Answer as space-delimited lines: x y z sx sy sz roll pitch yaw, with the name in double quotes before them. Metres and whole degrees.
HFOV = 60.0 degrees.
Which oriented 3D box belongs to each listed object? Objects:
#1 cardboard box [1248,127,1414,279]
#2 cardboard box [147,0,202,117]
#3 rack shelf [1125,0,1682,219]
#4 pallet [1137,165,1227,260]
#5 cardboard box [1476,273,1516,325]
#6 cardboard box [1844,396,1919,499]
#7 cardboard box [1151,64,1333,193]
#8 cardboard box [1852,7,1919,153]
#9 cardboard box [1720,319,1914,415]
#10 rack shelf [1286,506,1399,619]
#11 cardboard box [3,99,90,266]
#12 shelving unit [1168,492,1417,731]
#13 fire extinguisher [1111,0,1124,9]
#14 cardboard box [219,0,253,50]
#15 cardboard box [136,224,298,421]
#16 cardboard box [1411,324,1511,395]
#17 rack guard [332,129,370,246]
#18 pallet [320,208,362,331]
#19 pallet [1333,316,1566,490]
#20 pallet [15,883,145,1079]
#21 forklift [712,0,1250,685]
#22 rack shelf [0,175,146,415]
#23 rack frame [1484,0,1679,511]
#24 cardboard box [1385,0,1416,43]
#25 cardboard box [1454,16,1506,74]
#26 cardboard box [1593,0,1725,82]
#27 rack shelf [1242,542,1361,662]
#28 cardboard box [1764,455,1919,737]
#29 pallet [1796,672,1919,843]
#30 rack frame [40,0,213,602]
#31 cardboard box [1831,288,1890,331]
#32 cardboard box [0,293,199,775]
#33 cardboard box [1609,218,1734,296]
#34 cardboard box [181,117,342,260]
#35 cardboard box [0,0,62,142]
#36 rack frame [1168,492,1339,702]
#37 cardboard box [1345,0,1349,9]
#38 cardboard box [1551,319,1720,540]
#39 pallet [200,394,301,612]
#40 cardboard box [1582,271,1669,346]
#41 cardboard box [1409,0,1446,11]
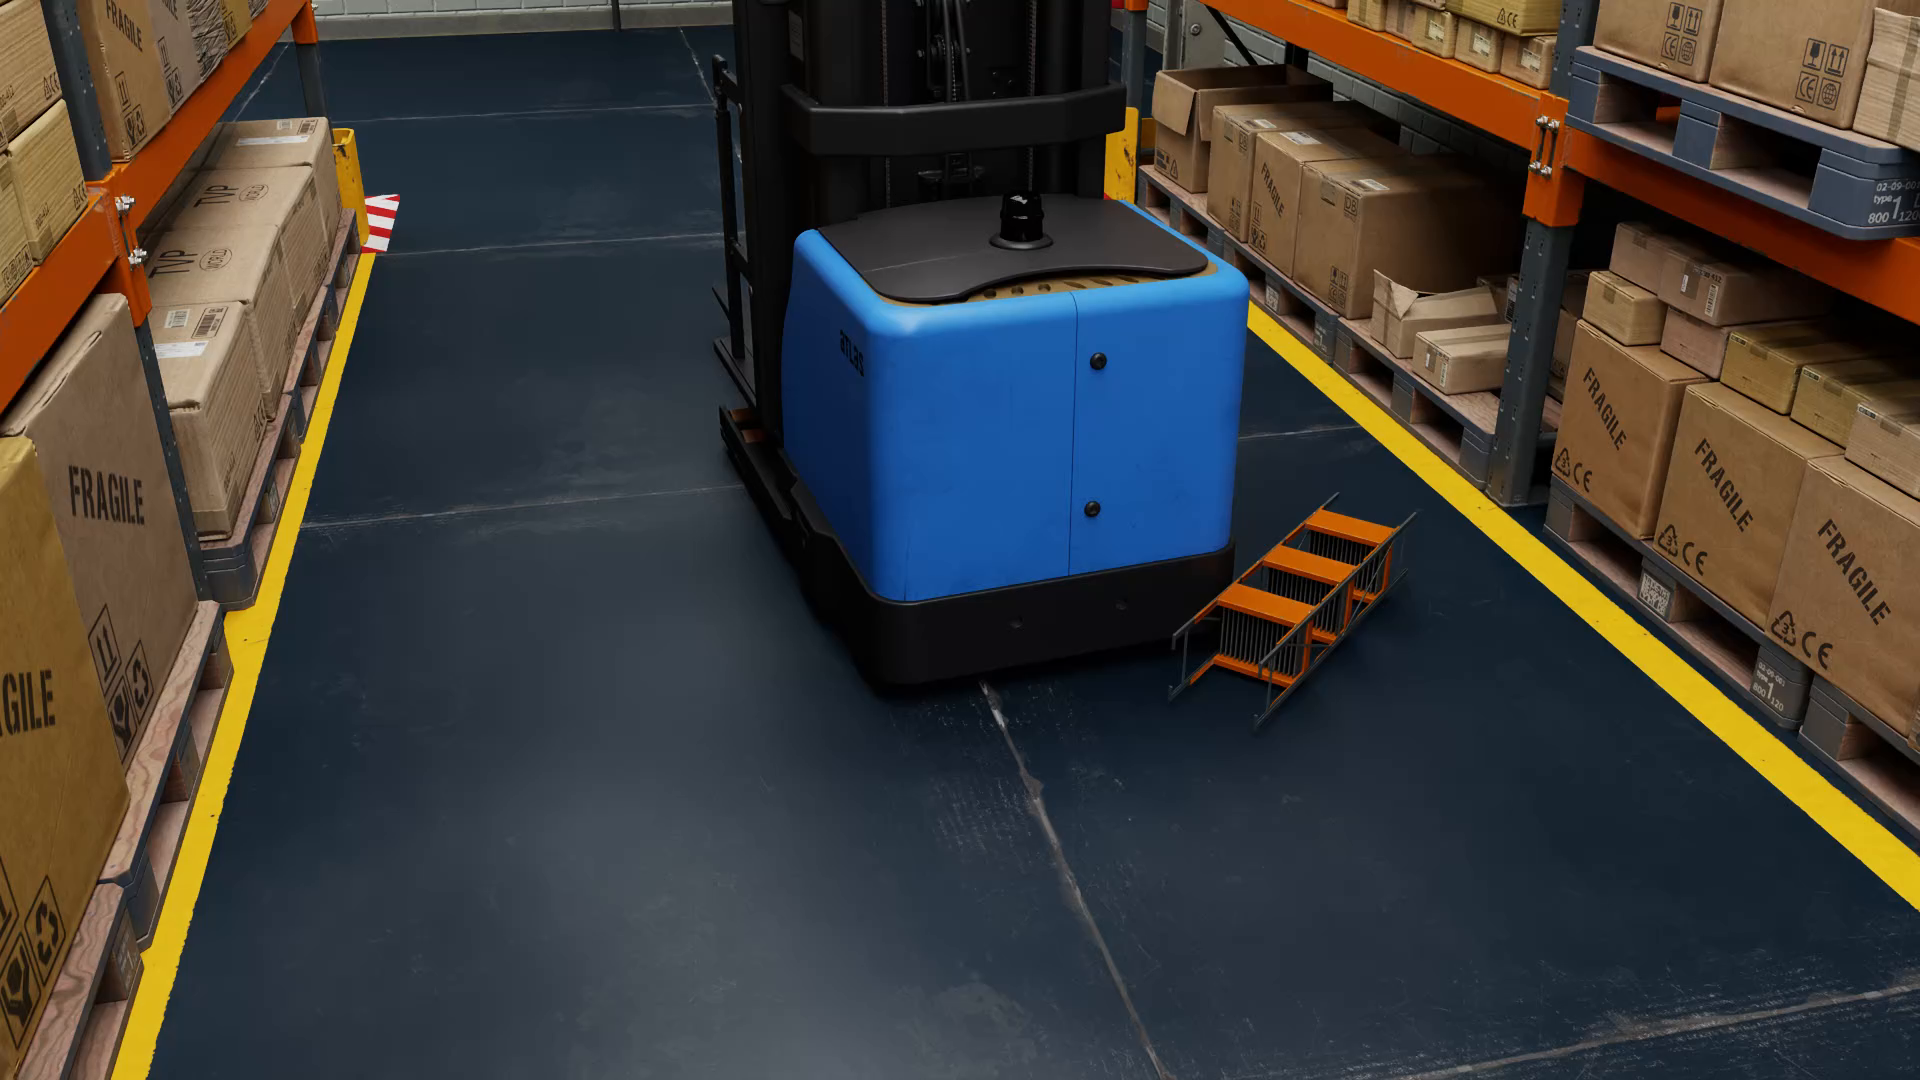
"cardboard box" 1.570 -1.441 7.084 0.500 0.500 0.500 -5 27 -11
"cardboard box" -2.546 -1.506 4.794 0.500 0.500 0.500 -6 27 -11
"rack shelf" 1.799 -2.070 6.821 1.077 0.370 4.000 -6 27 -12
"pallet" 1.546 -1.641 8.267 1.003 0.211 1.213 -6 27 -12
"cardboard box" 2.233 -0.932 6.466 0.380 0.149 0.250 -6 27 -12
"cardboard box" 2.373 -0.232 3.969 0.380 0.149 0.250 -6 27 -12
"cardboard box" 1.393 -2.064 8.315 0.797 0.503 0.637 -7 28 -14
"cardboard box" 2.189 -0.992 3.569 0.396 0.266 0.258 -5 27 -9
"cardboard box" 2.278 -0.465 4.430 0.380 0.149 0.250 -7 28 -14
"rack shelf" 1.104 0.069 4.840 0.240 0.215 0.259 17 32 31
"cardboard box" -2.239 -0.769 3.611 0.500 0.250 0.500 -7 28 -13
"shelving unit" 0.948 0.171 4.640 0.252 0.215 1.050 17 32 31
"fire extinguisher" 0.864 -3.086 8.534 0.296 0.674 0.183 -6 27 -12
"cardboard box" -2.768 -1.951 5.676 0.500 0.500 0.500 -5 27 -10
"cardboard box" -2.825 -0.731 5.746 0.875 0.438 0.875 -7 28 -13
"cardboard box" 1.838 -0.643 5.892 0.380 0.149 0.250 -7 28 -13
"rack guard" -3.493 -1.658 7.980 1.175 0.500 0.348 -6 27 -12
"pallet" -3.231 -1.175 7.345 1.003 0.211 1.213 -6 27 -12
"pallet" 2.096 -0.570 6.145 1.003 0.211 1.213 -6 27 -12
"pallet" -2.060 1.105 2.826 1.003 0.211 1.213 -6 27 -12
"forklift" -0.204 -1.575 5.118 1.130 2.935 3.031 -9 28 -17
"rack shelf" -2.135 0.192 2.340 1.077 0.370 4.000 -6 27 -12
"rack frame" 2.249 -1.513 4.919 1.000 3.000 0.127 -6 27 -12
"cardboard box" 1.737 -1.857 5.879 0.380 0.149 0.250 -5 27 -10
"cardboard box" 1.852 -1.627 5.424 0.380 0.149 0.250 -5 27 -10
"cardboard box" 2.140 -1.510 4.336 0.700 0.500 0.500 -5 27 -10
"rack shelf" 0.942 0.174 4.632 0.240 0.215 0.259 17 32 31
"cardboard box" 2.377 0.103 4.025 0.500 0.500 0.500 -7 28 -13
"pallet" 2.748 0.622 3.784 1.003 0.211 1.213 -6 27 -12
"rack frame" -2.586 -1.007 3.917 1.000 3.000 0.127 -6 27 -12
"cardboard box" 2.678 -0.627 4.751 0.380 0.149 0.250 -6 27 -12
"cardboard box" -2.368 0.018 3.778 0.875 0.875 0.875 -5 27 -10
"cardboard box" 2.130 -0.829 4.821 0.380 0.149 0.250 -6 27 -12
"cardboard box" -3.241 -1.528 7.325 0.875 0.438 0.875 -7 28 -13
"cardboard box" -2.250 -0.995 3.504 0.500 0.250 0.500 -6 27 -12
"rack frame" 0.848 0.139 4.702 0.008 0.200 1.050 17 32 31
"cardboard box" 1.703 -2.091 6.342 0.380 0.149 0.250 -6 27 -11
"cardboard box" 2.139 -0.349 4.922 0.500 0.500 0.500 -5 27 -9
"pallet" -2.681 -0.104 5.223 1.003 0.211 1.213 -6 27 -12
"cardboard box" 2.071 -0.690 4.876 0.380 0.149 0.250 -5 27 -9
"cardboard box" 1.770 -1.996 5.712 0.500 0.250 0.500 -6 27 -11
